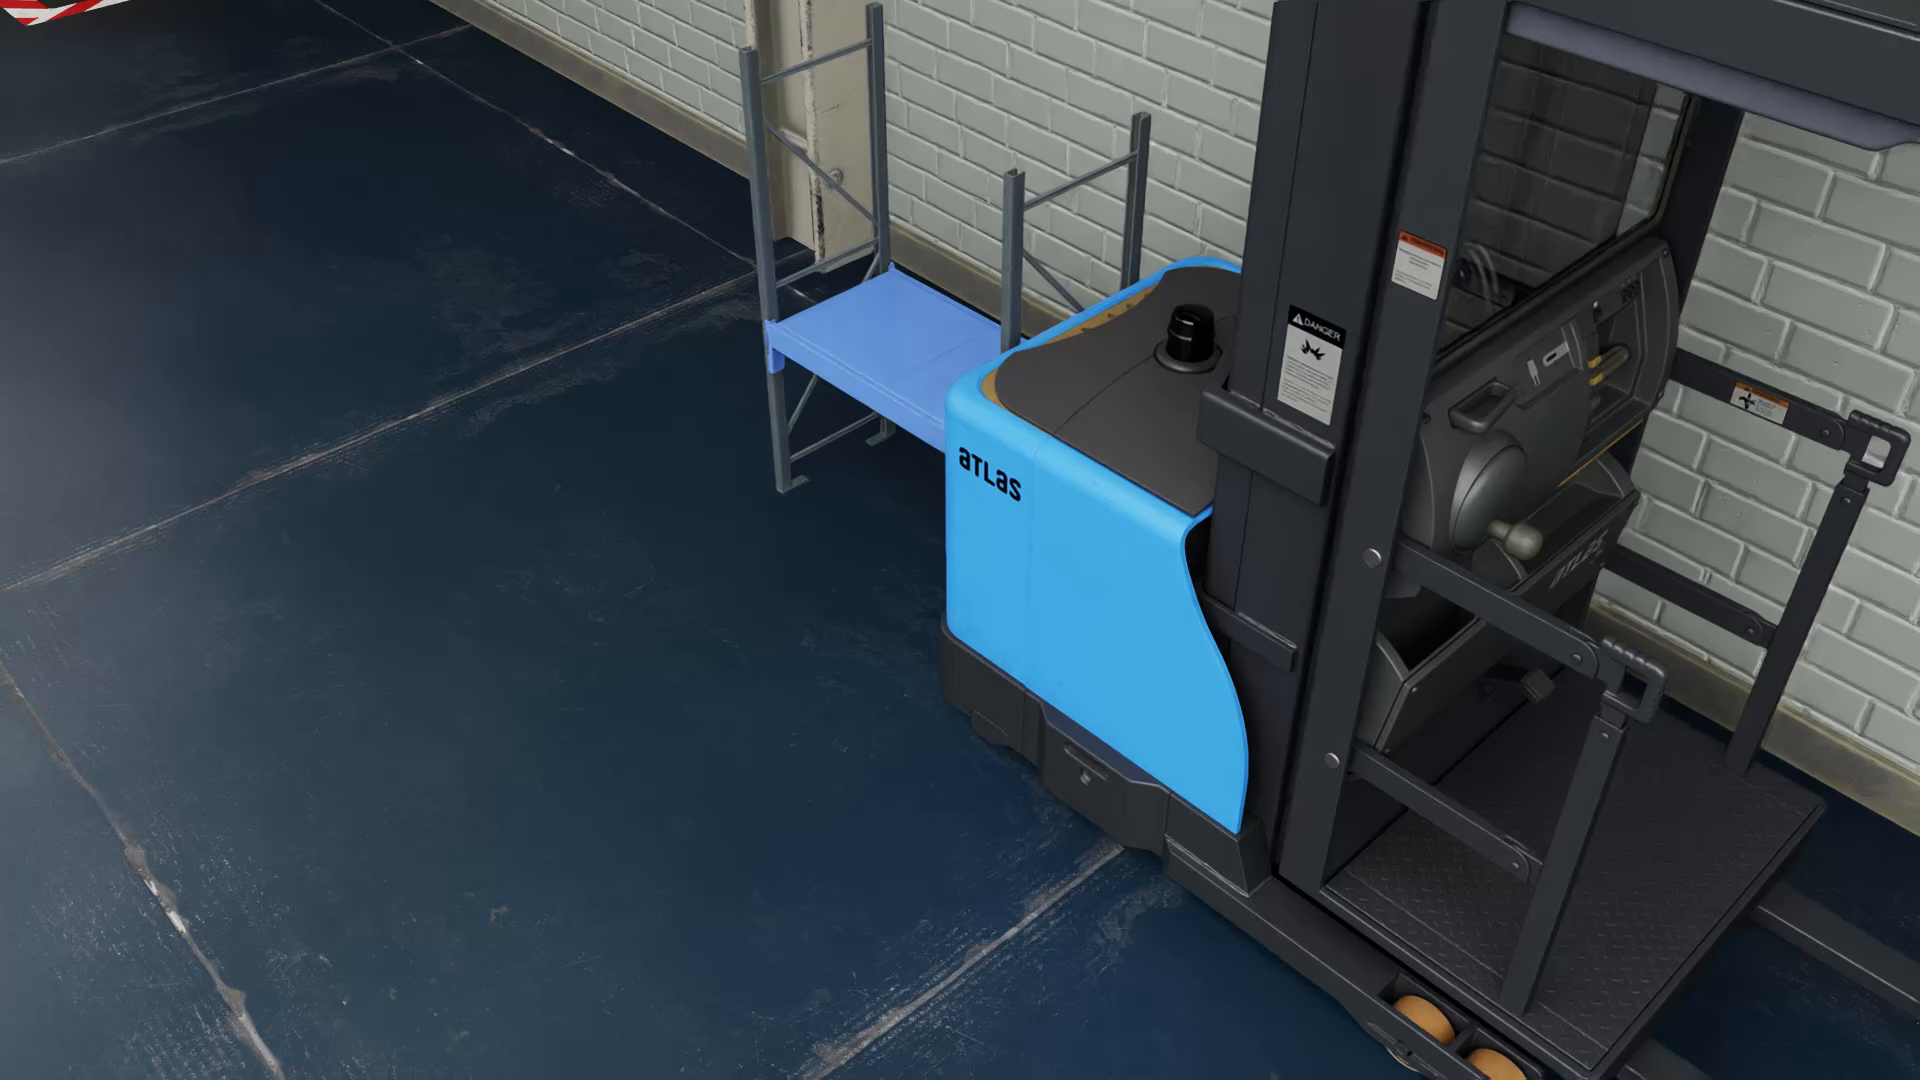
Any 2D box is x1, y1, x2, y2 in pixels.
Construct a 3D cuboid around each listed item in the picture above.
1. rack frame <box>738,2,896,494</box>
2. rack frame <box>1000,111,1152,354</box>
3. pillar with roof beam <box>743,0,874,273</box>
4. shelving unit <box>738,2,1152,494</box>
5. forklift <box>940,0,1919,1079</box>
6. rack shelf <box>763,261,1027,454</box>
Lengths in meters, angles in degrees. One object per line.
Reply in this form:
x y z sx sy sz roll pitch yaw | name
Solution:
-0.411 -0.848 5.106 0.500 1.500 0.032 -31 48 -33 | rack frame
0.293 -0.387 4.536 0.500 1.500 0.032 -31 48 -33 | rack frame
-3.731 -2.876 1.649 9.100 9.000 0.400 -30 48 -32 | pillar with roof beam
-0.059 -0.618 4.821 0.538 1.500 1.048 -31 48 -33 | shelving unit
1.330 -0.223 3.194 1.130 2.935 3.031 -31 48 -33 | forklift
-0.059 -0.478 4.934 0.538 0.185 1.000 -31 48 -33 | rack shelf
